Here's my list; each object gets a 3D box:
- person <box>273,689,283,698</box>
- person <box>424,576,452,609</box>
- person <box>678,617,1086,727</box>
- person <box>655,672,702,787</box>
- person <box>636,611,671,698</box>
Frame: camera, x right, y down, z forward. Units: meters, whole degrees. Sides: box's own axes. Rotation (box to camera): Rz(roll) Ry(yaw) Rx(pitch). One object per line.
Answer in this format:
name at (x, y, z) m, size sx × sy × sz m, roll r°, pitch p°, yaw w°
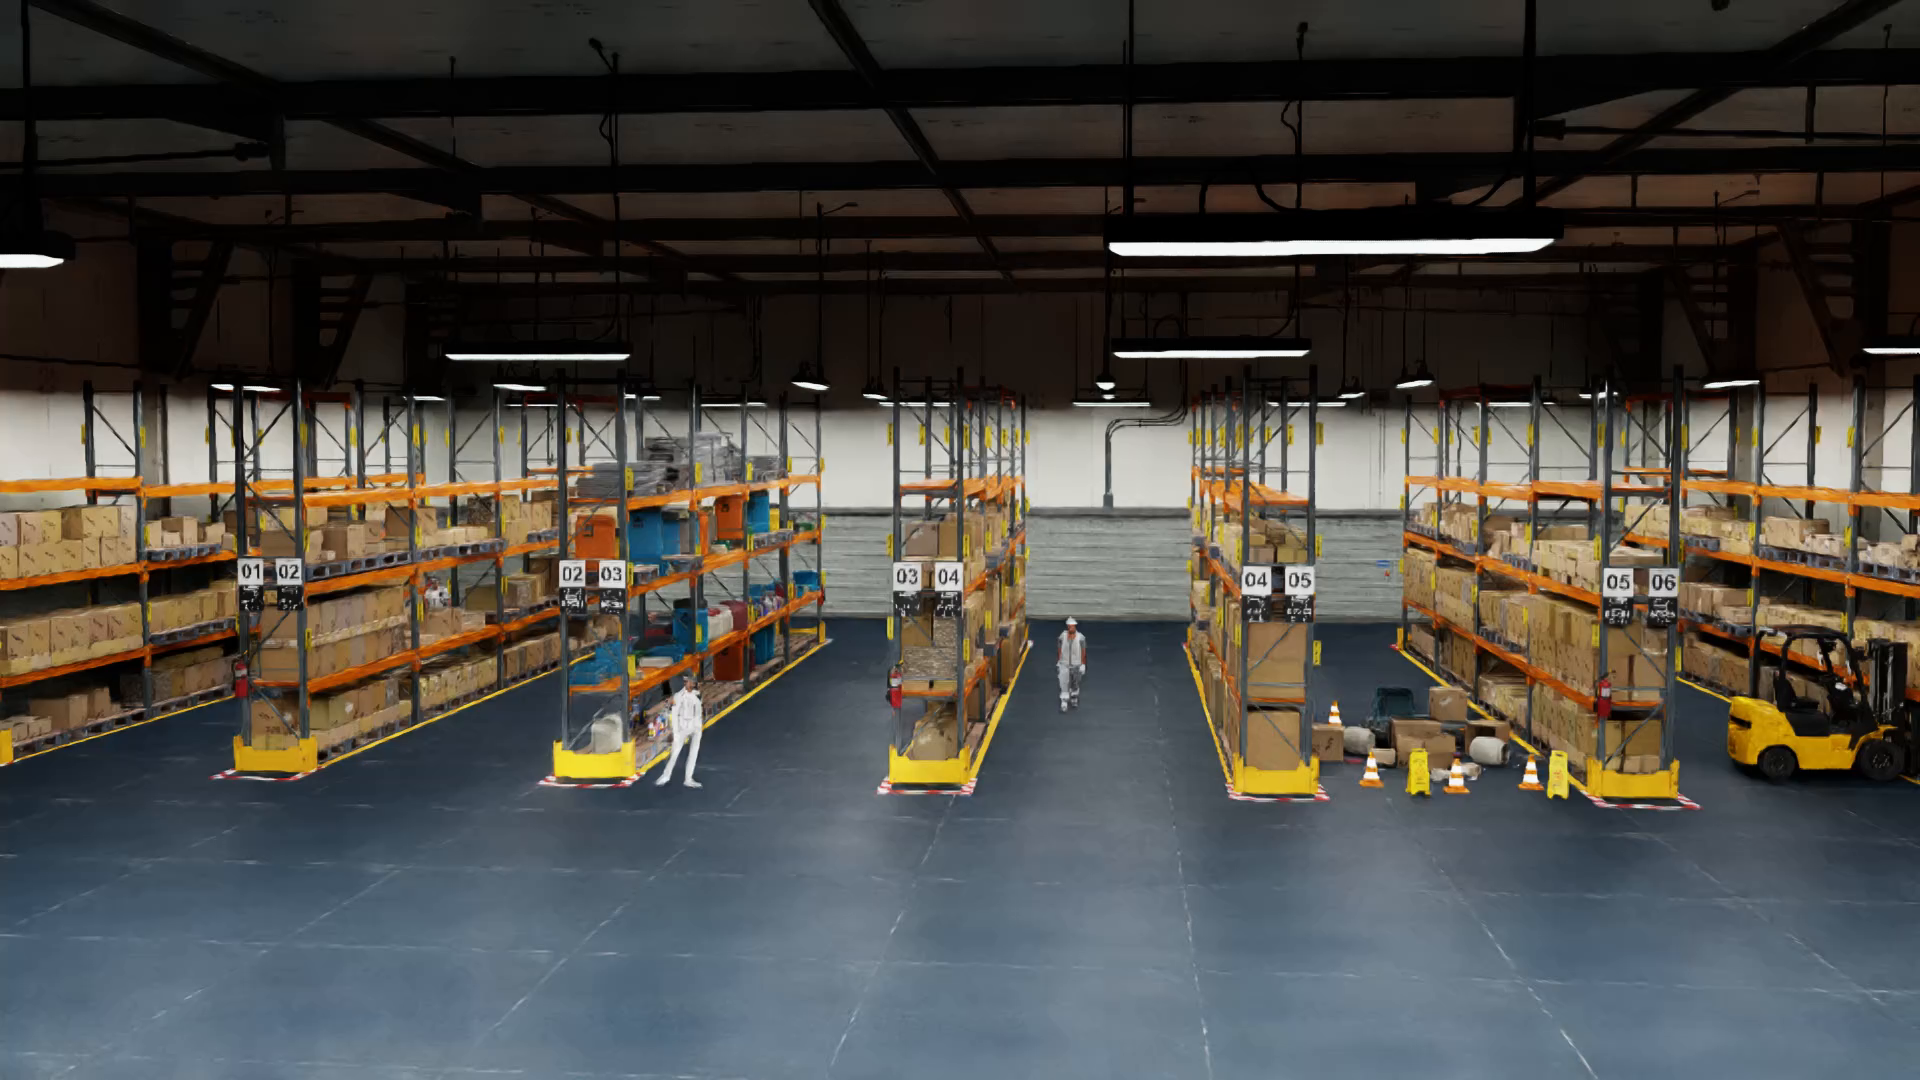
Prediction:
person at (-11.829, 2.404, 29.243) m, size 0.719 × 1.580 × 0.542 m, roll 0°, pitch 4°, yaw 5°
person at (-12.434, 1.691, 39.592) m, size 0.682 × 1.715 × 0.536 m, roll 0°, pitch 4°, yaw 3°
person at (-0.872, 2.418, 27.147) m, size 5.902 × 1.659 × 7.715 m, roll 0°, pitch 4°, yaw 4°
person at (-3.999, 2.701, 23.737) m, size 0.669 × 1.663 × 0.482 m, roll -3°, pitch 4°, yaw -38°
person at (-5.723, 2.160, 31.252) m, size 0.542 × 1.661 × 0.901 m, roll 1°, pitch 4°, yaw 14°
